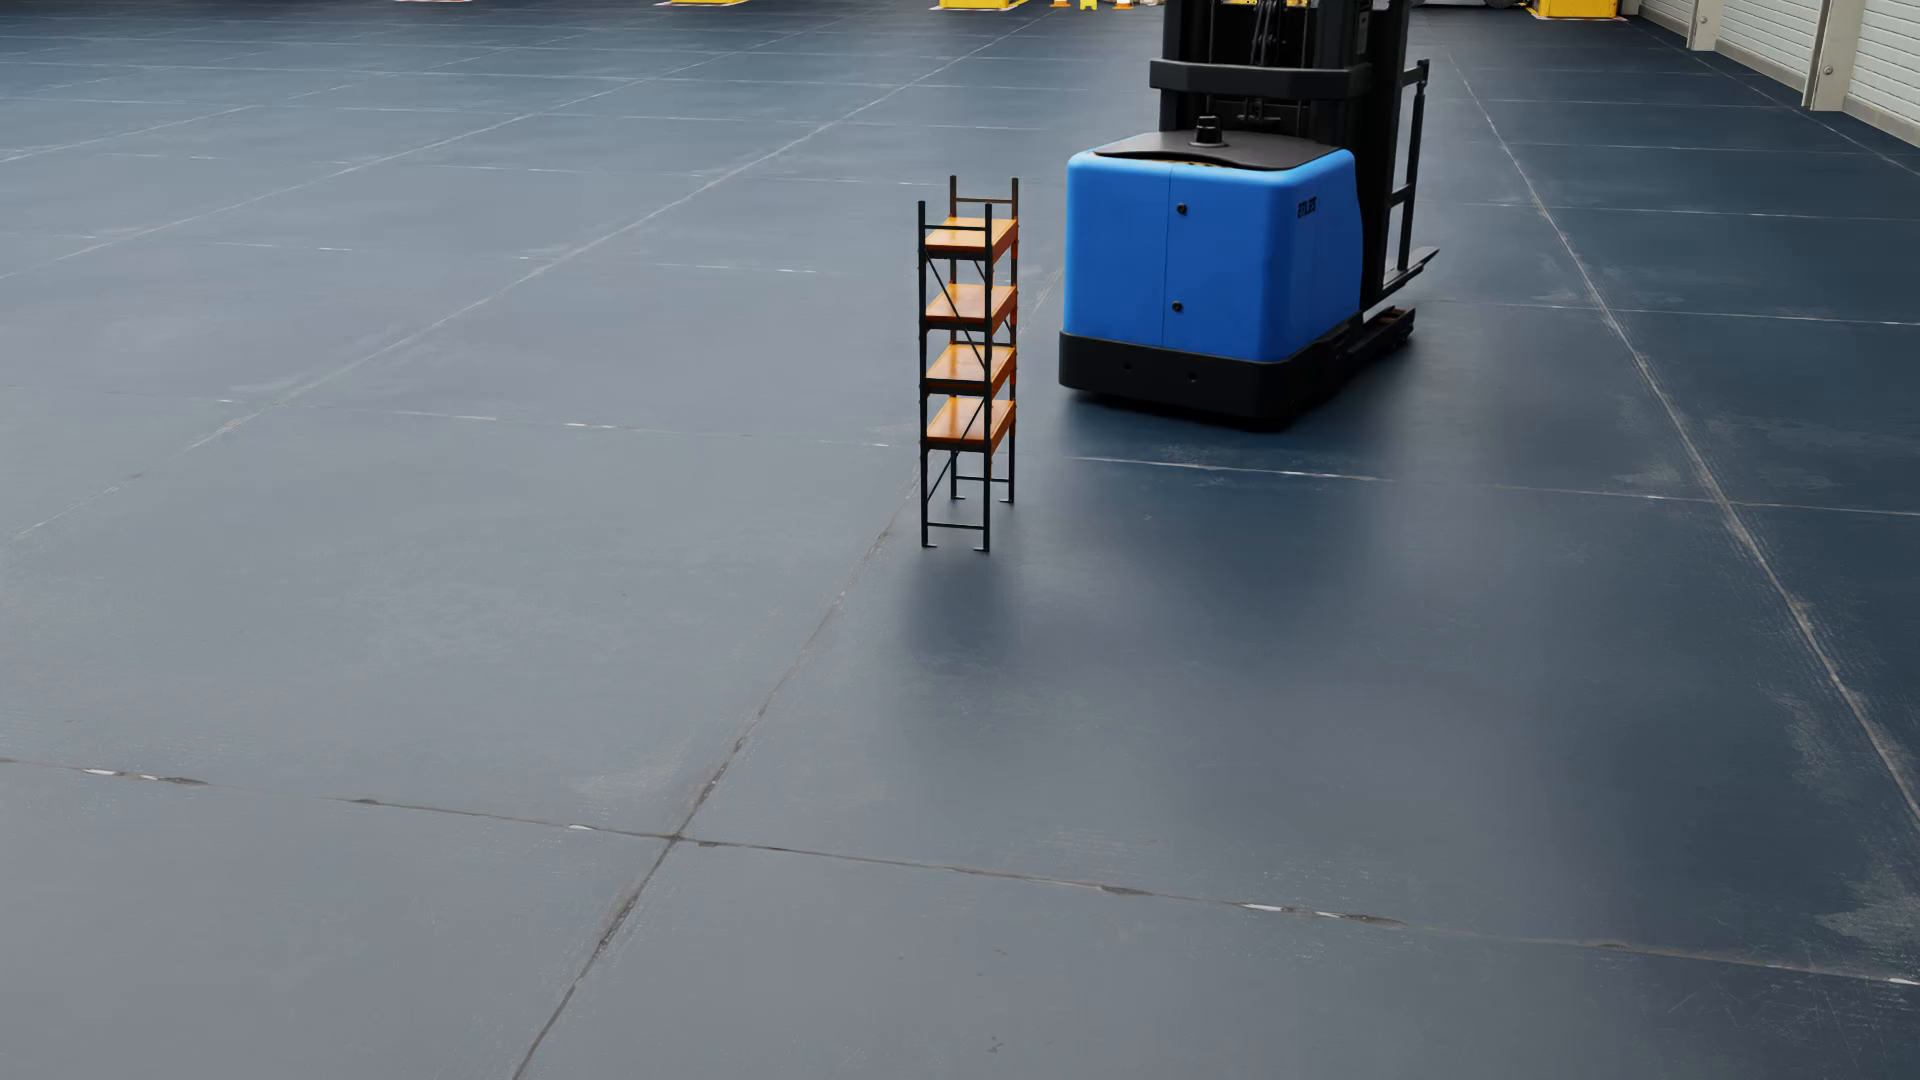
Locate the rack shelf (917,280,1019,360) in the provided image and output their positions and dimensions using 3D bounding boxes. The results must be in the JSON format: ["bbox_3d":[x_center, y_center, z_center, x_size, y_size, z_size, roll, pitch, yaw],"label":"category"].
[{"bbox_3d":[0.034,-0.762,5.721,0.258,0.148,0.480,4,22,11],"label":"rack shelf"}]

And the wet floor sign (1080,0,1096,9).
[{"bbox_3d":[2.182,-9.336,28.170,0.267,0.644,0.232,1,22,2],"label":"wet floor sign"}]

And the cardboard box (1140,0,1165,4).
[{"bbox_3d":[3.406,-9.560,29.391,0.380,0.149,0.250,18,28,38],"label":"cardboard box"}]

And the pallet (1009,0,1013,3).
[{"bbox_3d":[0.336,-9.594,29.394,1.003,0.211,1.213,4,22,11],"label":"pallet"}]

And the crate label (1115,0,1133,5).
[{"bbox_3d":[2.885,-9.429,29.083,0.250,0.136,0.298,-7,23,-17],"label":"crate label"}]

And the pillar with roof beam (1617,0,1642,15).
[{"bbox_3d":[6.786,-13.169,26.506,9.100,9.000,0.400,4,22,11],"label":"pillar with roof beam"}]

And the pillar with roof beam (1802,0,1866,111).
[{"bbox_3d":[4.338,-8.780,15.609,9.100,9.000,0.400,4,22,11],"label":"pillar with roof beam"}]

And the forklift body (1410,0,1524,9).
[{"bbox_3d":[8.577,-10.311,28.576,2.313,2.155,1.214,4,22,11],"label":"forklift body"}]

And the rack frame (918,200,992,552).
[{"bbox_3d":[-0.016,-0.528,5.558,0.240,1.200,0.015,4,22,11],"label":"rack frame"}]

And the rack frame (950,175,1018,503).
[{"bbox_3d":[0.084,-0.706,6.001,0.240,1.200,0.015,4,22,11],"label":"rack frame"}]

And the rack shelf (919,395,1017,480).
[{"bbox_3d":[0.034,-0.371,5.879,0.258,0.148,0.480,4,22,11],"label":"rack shelf"}]

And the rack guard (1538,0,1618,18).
[{"bbox_3d":[9.971,-8.704,26.796,1.175,0.500,0.348,4,22,11],"label":"rack guard"}]

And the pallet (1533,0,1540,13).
[{"bbox_3d":[10.091,-8.861,27.574,1.003,0.211,1.213,4,22,11],"label":"pallet"}]

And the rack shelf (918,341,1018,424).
[{"bbox_3d":[0.034,-0.555,5.805,0.258,0.148,0.480,4,22,11],"label":"rack shelf"}]

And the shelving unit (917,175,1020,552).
[{"bbox_3d":[0.034,-0.617,5.780,0.258,1.200,0.503,4,22,11],"label":"shelving unit"}]

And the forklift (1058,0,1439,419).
[{"bbox_3d":[1.622,-2.367,7.808,1.130,2.935,3.031,12,25,28],"label":"forklift"}]

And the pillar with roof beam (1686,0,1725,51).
[{"bbox_3d":[5.562,-10.975,21.058,9.100,9.000,0.400,4,22,11],"label":"pillar with roof beam"}]

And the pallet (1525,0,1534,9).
[{"bbox_3d":[10.342,-9.306,28.678,1.003,0.211,1.213,4,22,11],"label":"pallet"}]

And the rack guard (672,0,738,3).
[{"bbox_3d":[-4.570,-9.873,29.698,1.175,0.500,0.348,4,22,11],"label":"rack guard"}]

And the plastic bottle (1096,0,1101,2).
[{"bbox_3d":[2.446,-9.755,29.994,0.133,0.061,0.283,-3,22,-8],"label":"plastic bottle"}]

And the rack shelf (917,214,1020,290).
[{"bbox_3d":[0.034,-0.982,5.633,0.258,0.148,0.480,4,22,11],"label":"rack shelf"}]

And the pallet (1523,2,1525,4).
[{"bbox_3d":[10.589,-9.754,29.789,1.003,0.211,1.213,4,22,11],"label":"pallet"}]

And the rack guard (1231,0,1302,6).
[{"bbox_3d":[5.132,-9.117,27.822,1.175,0.500,0.348,4,22,11],"label":"rack guard"}]

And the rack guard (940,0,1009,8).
[{"bbox_3d":[0.245,-9.421,28.577,1.175,0.500,0.348,4,22,11],"label":"rack guard"}]

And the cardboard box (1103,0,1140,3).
[{"bbox_3d":[2.996,-9.926,29.827,0.797,0.503,0.637,-11,25,-26],"label":"cardboard box"}]

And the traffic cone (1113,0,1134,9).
[{"bbox_3d":[2.785,-9.288,28.296,0.336,0.463,0.334,4,22,11],"label":"traffic cone"}]

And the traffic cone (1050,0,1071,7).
[{"bbox_3d":[1.748,-9.499,28.819,0.336,0.463,0.334,4,22,11],"label":"traffic cone"}]
